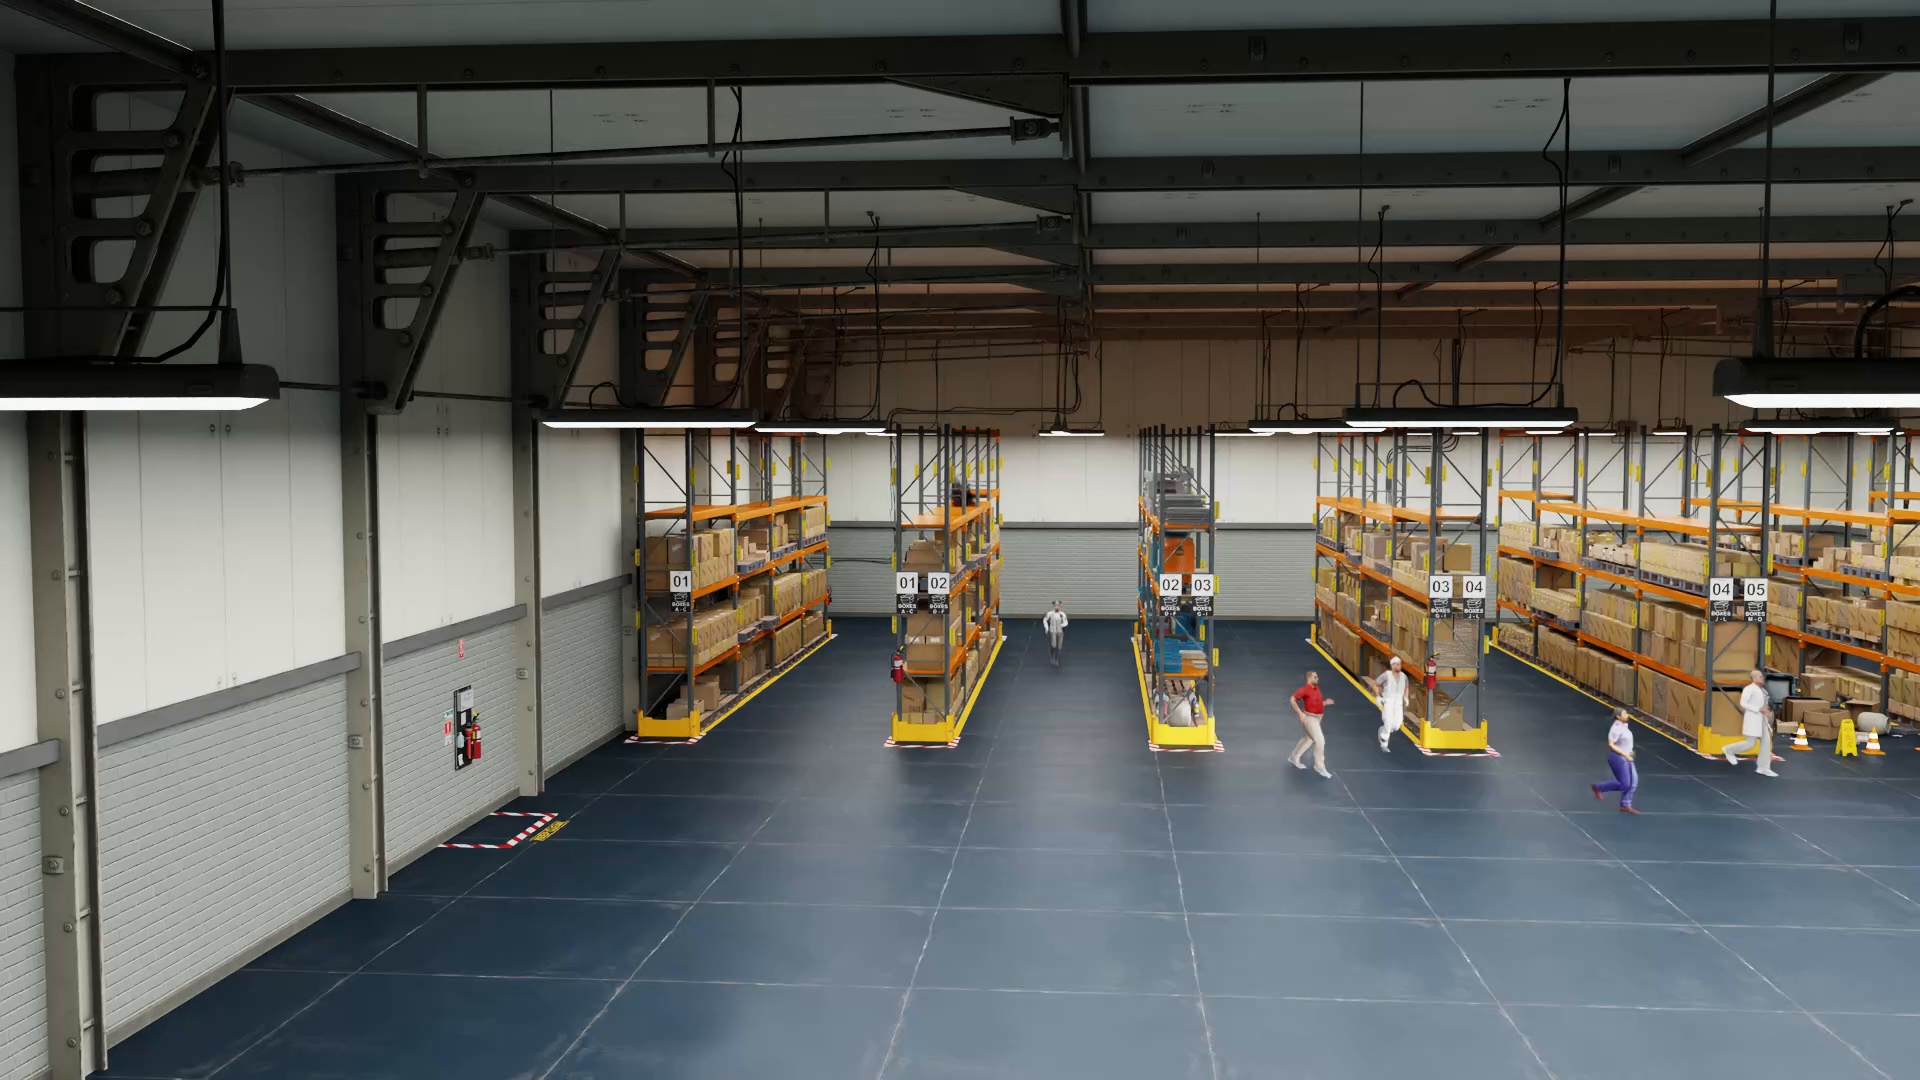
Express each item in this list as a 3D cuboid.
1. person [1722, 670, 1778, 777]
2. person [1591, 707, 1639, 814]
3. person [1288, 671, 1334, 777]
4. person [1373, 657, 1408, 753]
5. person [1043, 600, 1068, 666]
[{"bbox_3d":[13.604,3.118,28.490,0.722,1.779,0.982,-2,4,-34],"label":"person"},{"bbox_3d":[10.103,3.375,25.574,0.685,1.623,0.608,2,4,33],"label":"person"},{"bbox_3d":[5.989,3.128,28.418,0.836,1.790,0.642,2,4,31],"label":"person"},{"bbox_3d":[7.935,3.009,30.587,0.698,1.734,0.631,-1,4,-10],"label":"person"},{"bbox_3d":[2.417,2.336,41.714,0.586,1.666,0.633,0,3,-6],"label":"person"}]
